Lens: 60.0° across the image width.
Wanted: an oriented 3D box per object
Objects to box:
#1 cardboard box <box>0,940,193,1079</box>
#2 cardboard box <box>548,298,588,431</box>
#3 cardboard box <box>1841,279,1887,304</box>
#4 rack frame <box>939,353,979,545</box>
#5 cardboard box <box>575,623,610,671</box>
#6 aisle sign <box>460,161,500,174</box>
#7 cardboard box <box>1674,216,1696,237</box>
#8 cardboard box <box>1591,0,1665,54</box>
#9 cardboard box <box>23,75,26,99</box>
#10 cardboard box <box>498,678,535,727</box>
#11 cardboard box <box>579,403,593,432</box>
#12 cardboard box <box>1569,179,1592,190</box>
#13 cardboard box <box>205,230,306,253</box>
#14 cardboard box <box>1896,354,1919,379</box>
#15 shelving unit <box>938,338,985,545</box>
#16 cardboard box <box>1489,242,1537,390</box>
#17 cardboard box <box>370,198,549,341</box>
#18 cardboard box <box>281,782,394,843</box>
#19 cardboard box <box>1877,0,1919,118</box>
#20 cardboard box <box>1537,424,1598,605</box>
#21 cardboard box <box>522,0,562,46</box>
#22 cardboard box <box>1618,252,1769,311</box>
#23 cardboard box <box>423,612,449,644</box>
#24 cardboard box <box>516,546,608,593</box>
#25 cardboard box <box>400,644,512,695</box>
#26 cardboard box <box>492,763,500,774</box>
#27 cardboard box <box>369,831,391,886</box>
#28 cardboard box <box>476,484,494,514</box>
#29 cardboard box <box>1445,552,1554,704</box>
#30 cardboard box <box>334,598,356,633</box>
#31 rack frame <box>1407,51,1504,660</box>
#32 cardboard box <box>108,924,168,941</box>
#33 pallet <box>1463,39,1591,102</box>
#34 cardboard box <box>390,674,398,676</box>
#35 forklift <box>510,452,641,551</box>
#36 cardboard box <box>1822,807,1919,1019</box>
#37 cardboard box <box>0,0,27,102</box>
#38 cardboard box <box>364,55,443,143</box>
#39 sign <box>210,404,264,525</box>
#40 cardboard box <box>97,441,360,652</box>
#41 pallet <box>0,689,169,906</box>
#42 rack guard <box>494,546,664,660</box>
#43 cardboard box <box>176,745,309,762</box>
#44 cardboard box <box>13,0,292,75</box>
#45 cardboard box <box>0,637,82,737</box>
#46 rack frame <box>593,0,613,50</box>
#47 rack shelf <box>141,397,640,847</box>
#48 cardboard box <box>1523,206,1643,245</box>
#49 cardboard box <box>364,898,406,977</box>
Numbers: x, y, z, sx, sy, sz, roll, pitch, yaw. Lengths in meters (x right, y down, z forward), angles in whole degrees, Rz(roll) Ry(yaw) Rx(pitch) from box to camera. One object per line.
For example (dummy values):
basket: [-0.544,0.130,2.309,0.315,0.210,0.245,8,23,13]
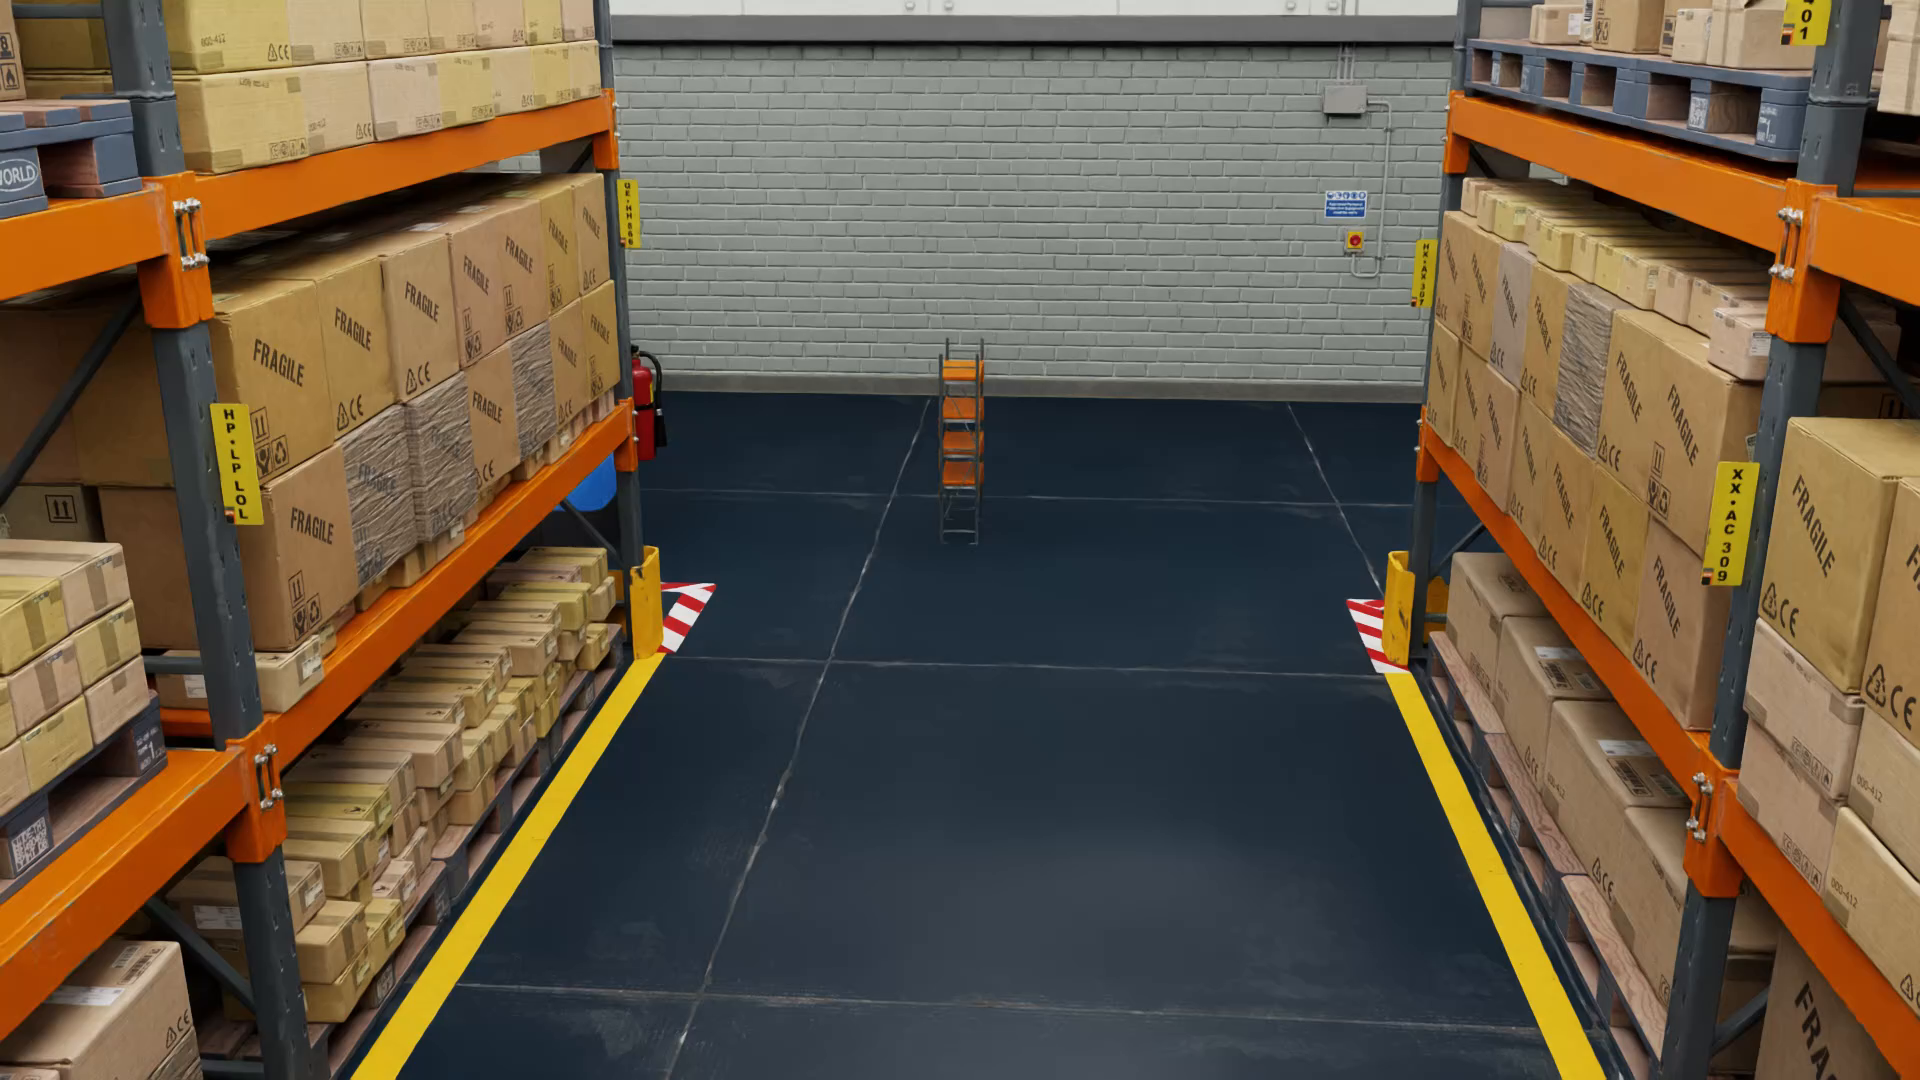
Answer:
cardboard box: [-2.244,1.211,4.044,0.500,0.250,0.500,1,18,2]
cardboard box: [-1.973,-0.783,7.358,0.500,0.500,0.500,1,18,3]
cardboard box: [2.762,-0.662,4.817,0.380,0.149,0.250,1,18,3]
rack frame: [-0.006,-0.546,10.162,0.240,1.200,0.015,1,18,4]
cardboard box: [-1.903,0.506,7.966,0.380,0.149,0.250,2,18,6]
aisle sign: [-2.450,-2.164,8.036,0.394,0.787,0.004,1,18,4]
cardboard box: [2.926,-1.138,6.271,0.380,0.149,0.250,2,18,5]
cardboard box: [2.495,-1.918,5.646,0.500,0.500,0.500,2,18,5]
cardboard box: [-2.677,-1.170,4.600,0.500,0.250,0.500,2,18,5]
cardboard box: [-2.006,0.686,6.938,0.380,0.149,0.250,2,18,7]
cardboard box: [-1.953,-0.596,7.829,0.380,0.149,0.250,1,18,4]
cardboard box: [2.963,-1.536,7.484,0.380,0.149,0.250,2,18,5]
cardboard box: [-2.596,-0.793,5.781,0.500,0.500,0.500,2,18,5]
cardboard box: [2.778,-0.243,4.582,0.500,0.500,0.500,1,18,4]
shelving unit: [0.012,-0.622,10.393,0.258,1.200,0.503,1,18,4]
cardboard box: [2.411,-0.880,6.525,0.500,0.500,0.500,1,18,3]
cardboard box: [-2.005,-1.097,6.710,0.500,0.500,0.500,2,18,7]
cardboard box: [-2.163,0.949,5.659,0.380,0.149,0.250,1,18,3]
cardboard box: [2.117,-0.992,3.357,0.396,0.266,0.258,1,18,3]
cardboard box: [2.333,-0.092,5.726,0.500,0.500,0.500,1,18,3]
cardboard box: [-1.971,-2.184,6.891,0.500,0.250,0.500,1,18,2]
cardboard box: [2.344,-0.826,5.319,0.380,0.149,0.250,1,18,3]
cardboard box: [-2.513,0.370,7.424,0.380,0.149,0.250,0,18,1]
cardboard box: [-1.941,0.143,8.118,0.380,0.149,0.250,1,18,5]
cardboard box: [-2.083,0.546,6.888,0.380,0.149,0.250,1,18,2]
cardboard box: [-2.101,0.905,6.749,0.380,0.149,0.250,2,18,5]
cardboard box: [-2.187,1.094,5.694,0.380,0.149,0.250,1,18,4]
cardboard box: [-2.080,-0.192,6.595,0.380,0.149,0.250,2,18,5]
cardboard box: [2.841,0.405,7.811,0.875,0.438,0.875,1,18,2]
cardboard box: [-2.185,0.215,5.352,0.380,0.149,0.250,0,18,1]
rack frame: [2.789,-0.821,8.110,1.000,3.000,0.127,1,18,4]
cardboard box: [-2.737,1.251,5.213,0.380,0.149,0.250,2,18,5]
pallet: [2.746,-1.973,6.953,1.003,0.211,1.213,1,18,4]
cardboard box: [-2.506,0.595,7.217,0.380,0.149,0.250,0,18,1]
forklift: [-3.626,-1.450,10.141,3.031,2.935,1.130,1,18,3]
cardboard box: [2.171,0.784,3.452,0.500,0.250,0.500,1,18,3]
cardboard box: [-2.579,-1.215,3.661,0.700,0.500,0.500,1,18,4]
cardboard box: [-2.063,-1.467,5.505,0.500,0.250,0.500,2,18,6]
sign: [-1.889,-0.196,4.346,0.100,0.325,0.005,1,18,4]
cardboard box: [-2.156,0.006,4.951,0.500,0.500,0.500,1,18,3]
pallet: [-2.643,0.668,3.876,1.003,0.211,1.213,1,18,4]
rack guard: [-2.161,0.312,8.669,1.175,0.500,0.348,1,18,4]
cardboard box: [-2.664,0.776,6.186,0.380,0.149,0.250,0,18,1]
cardboard box: [-2.169,-1.393,4.478,0.500,0.250,0.500,2,18,6]
cardboard box: [-2.292,0.331,3.847,0.380,0.149,0.250,1,18,4]
rack frame: [-2.156,-3.751,7.417,1.000,3.000,0.127,1,18,4]
rack shelf: [-2.299,0.063,6.568,1.077,0.370,4.000,1,18,4]
cardboard box: [2.439,-1.221,6.525,0.380,0.149,0.250,1,18,4]
cardboard box: [-2.077,1.309,5.514,0.380,0.149,0.250,2,18,6]
